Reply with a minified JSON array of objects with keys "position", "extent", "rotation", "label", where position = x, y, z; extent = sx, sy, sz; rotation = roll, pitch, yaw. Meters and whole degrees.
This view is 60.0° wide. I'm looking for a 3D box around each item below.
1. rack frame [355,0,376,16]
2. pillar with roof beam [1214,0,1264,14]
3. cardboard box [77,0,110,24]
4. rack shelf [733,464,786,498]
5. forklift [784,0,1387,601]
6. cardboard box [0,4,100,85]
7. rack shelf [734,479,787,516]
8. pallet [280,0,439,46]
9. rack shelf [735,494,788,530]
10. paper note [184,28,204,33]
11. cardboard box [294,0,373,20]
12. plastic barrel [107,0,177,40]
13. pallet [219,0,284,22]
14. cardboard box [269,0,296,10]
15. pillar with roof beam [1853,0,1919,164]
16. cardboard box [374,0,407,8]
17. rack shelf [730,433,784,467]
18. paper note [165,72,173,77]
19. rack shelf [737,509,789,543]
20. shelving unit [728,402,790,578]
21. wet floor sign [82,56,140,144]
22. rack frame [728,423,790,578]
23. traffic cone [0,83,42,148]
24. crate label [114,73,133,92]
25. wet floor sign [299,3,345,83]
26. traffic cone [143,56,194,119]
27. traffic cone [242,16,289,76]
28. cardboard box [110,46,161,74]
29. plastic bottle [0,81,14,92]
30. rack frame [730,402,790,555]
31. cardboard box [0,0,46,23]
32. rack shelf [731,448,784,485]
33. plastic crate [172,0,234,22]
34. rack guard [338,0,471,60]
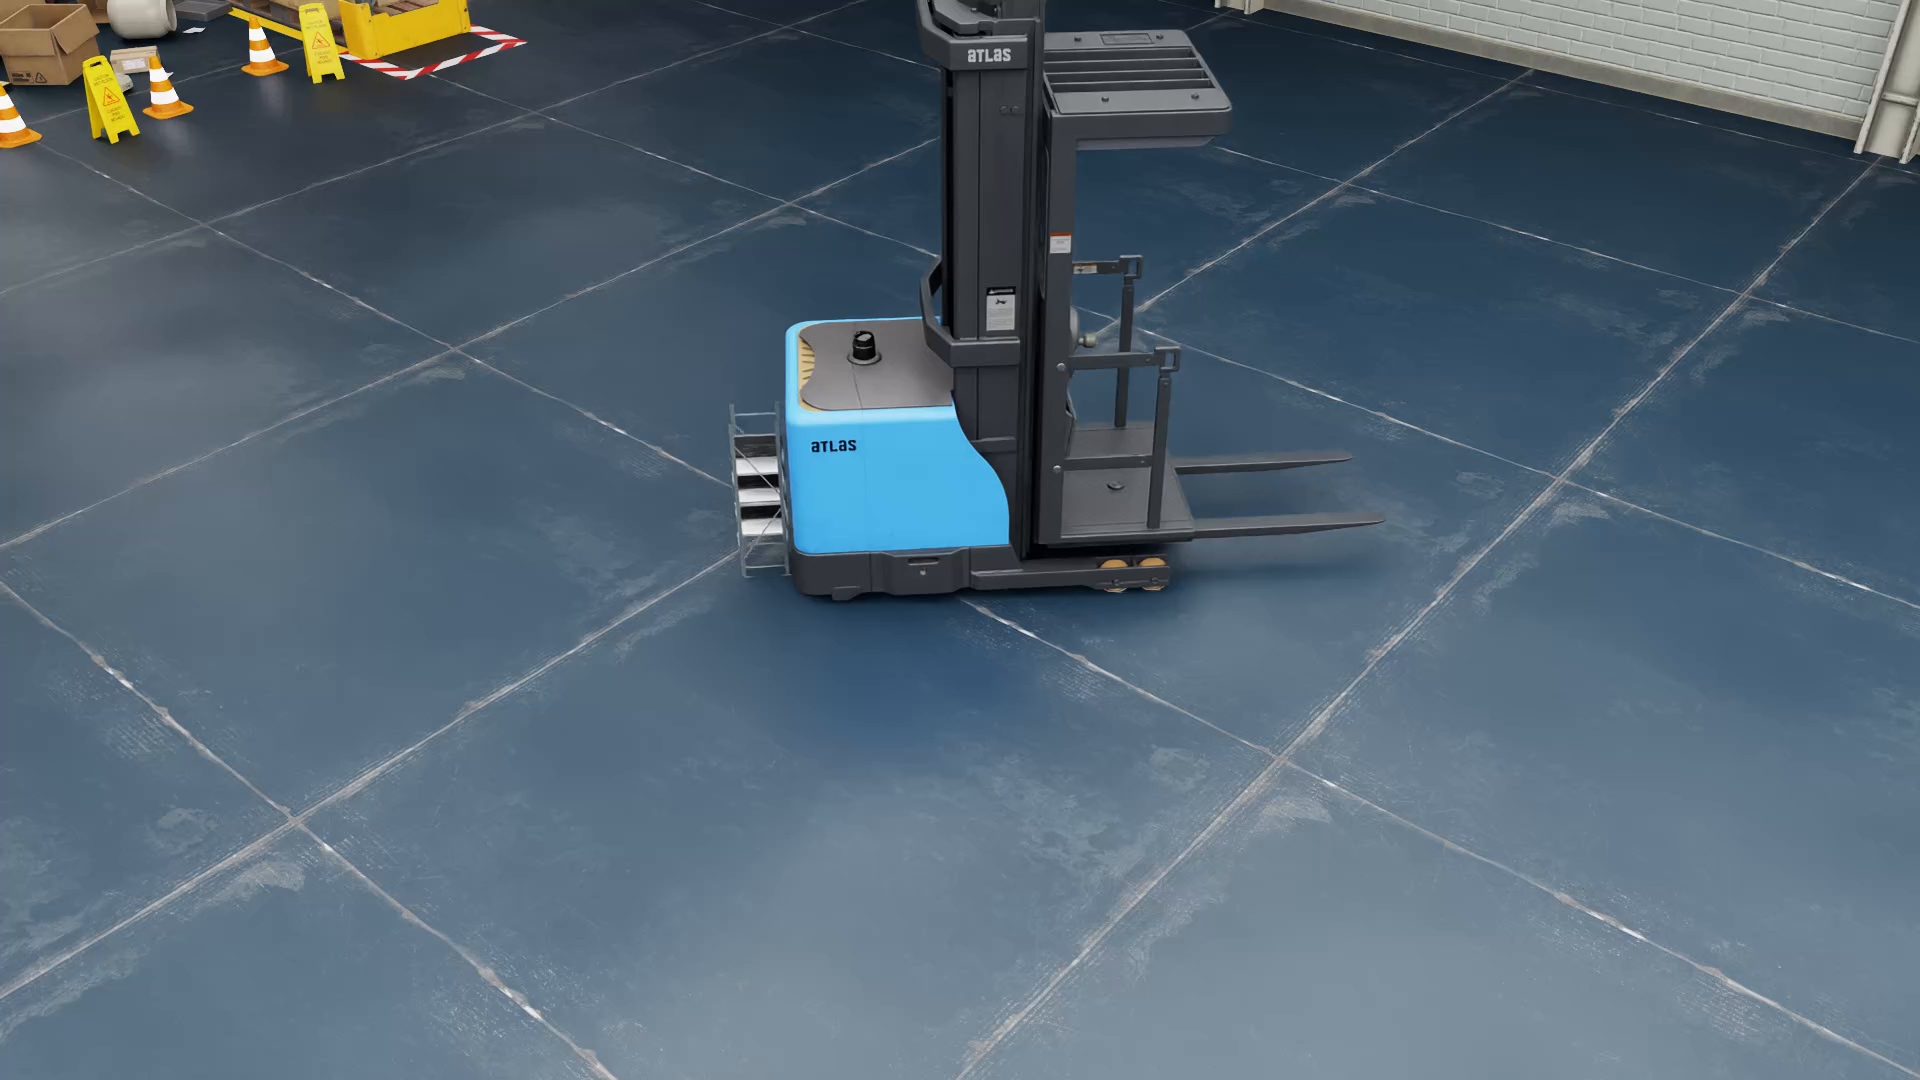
[{"position":[-5.067,-5.866,14.641],"extent":[0.127,3.000,1.000],"rotation":[25,42,32],"label":"rack frame"},{"position":[0.004,-7.098,11.136],"extent":[0.400,9.000,9.100],"rotation":[25,42,32],"label":"pillar with roof beam"},{"position":[-8.189,-5.305,16.031],"extent":[0.500,0.500,0.500],"rotation":[-6,35,-8],"label":"cardboard box"},{"position":[-0.998,-0.289,8.276],"extent":[0.258,0.077,0.200],"rotation":[-3,35,-4],"label":"rack shelf"},{"position":[0.647,-1.240,7.966],"extent":[3.031,2.935,1.130],"rotation":[-3,35,-4],"label":"forklift"},{"position":[-8.037,-4.371,14.671],"extent":[0.637,0.503,0.797],"rotation":[0,34,0],"label":"cardboard box"},{"position":[-0.998,-0.215,8.327],"extent":[0.258,0.077,0.200],"rotation":[-3,35,-4],"label":"rack shelf"},{"position":[-5.727,-5.053,15.922],"extent":[1.213,0.211,1.003],"rotation":[25,42,32],"label":"pallet"},{"position":[-0.997,-0.141,8.378],"extent":[0.258,0.077,0.200],"rotation":[-3,35,-4],"label":"rack shelf"},{"position":[-7.262,-4.840,15.771],"extent":[0.148,0.019,0.142],"rotation":[12,36,16],"label":"paper note"},{"position":[-5.879,-5.090,15.570],"extent":[0.500,0.250,0.500],"rotation":[25,42,32],"label":"cardboard box"},{"position":[-7.623,-4.893,15.501],"extent":[0.512,0.421,0.421],"rotation":[-6,35,-8],"label":"plastic barrel"},{"position":[-6.661,-5.495,16.565],"extent":[1.213,0.211,1.003],"rotation":[25,42,32],"label":"pallet"},{"position":[-6.254,-5.272,15.835],"extent":[0.500,0.250,0.500],"rotation":[25,42,32],"label":"cardboard box"},{"position":[4.615,-4.924,7.971],"extent":[0.400,9.000,9.100],"rotation":[25,42,32],"label":"pillar with roof beam"},{"position":[-5.510,-5.318,15.902],"extent":[0.500,0.250,0.500],"rotation":[25,42,31],"label":"cardboard box"},{"position":[-0.998,-0.438,8.174],"extent":[0.258,0.077,0.200],"rotation":[-3,35,-4],"label":"rack shelf"},{"position":[-7.067,-4.118,14.719],"extent":[0.142,0.019,0.148],"rotation":[12,36,16],"label":"paper note"},{"position":[-0.997,-0.067,8.429],"extent":[0.258,0.077,0.200],"rotation":[-3,35,-4],"label":"rack shelf"},{"position":[-0.998,-0.243,8.308],"extent":[0.258,0.900,0.210],"rotation":[-3,35,-4],"label":"shelving unit"},{"position":[-6.868,-3.556,13.358],"extent":[0.232,0.644,0.267],"rotation":[18,38,24],"label":"wet floor sign"},{"position":[-0.989,-0.185,8.224],"extent":[0.240,0.900,0.006],"rotation":[-3,35,-4],"label":"rack frame"},{"position":[-7.656,-3.440,13.350],"extent":[0.334,0.463,0.336],"rotation":[25,42,32],"label":"traffic cone"},{"position":[-7.316,-3.932,14.354],"extent":[0.298,0.136,0.250],"rotation":[6,35,8],"label":"crate label"},{"position":[-5.606,-4.361,14.530],"extent":[0.267,0.644,0.232],"rotation":[-18,38,-25],"label":"wet floor sign"},{"position":[-6.672,-3.808,13.887],"extent":[0.334,0.463,0.336],"rotation":[25,42,32],"label":"traffic cone"},{"position":[-6.223,-4.414,14.769],"extent":[0.334,0.463,0.336],"rotation":[25,42,32],"label":"traffic cone"},{"position":[-7.367,-4.286,14.860],"extent":[0.380,0.149,0.250],"rotation":[-12,36,-17],"label":"cardboard box"},{"position":[-8.375,-3.938,14.431],"extent":[0.283,0.061,0.133],"rotation":[12,36,16],"label":"plastic bottle"},{"position":[-1.006,-0.300,8.391],"extent":[0.240,0.900,0.006],"rotation":[-3,35,-4],"label":"rack frame"},{"position":[-8.761,-4.762,15.120],"extent":[0.503,0.637,0.797],"rotation":[25,42,32],"label":"cardboard box"},{"position":[-0.998,-0.363,8.225],"extent":[0.258,0.077,0.200],"rotation":[-3,35,-4],"label":"rack shelf"},{"position":[-7.459,-5.186,16.230],"extent":[0.583,0.080,0.402],"rotation":[12,36,16],"label":"plastic crate"},{"position":[-5.126,-4.863,15.389],"extent":[0.348,0.500,1.175],"rotation":[25,42,32],"label":"rack guard"}]
